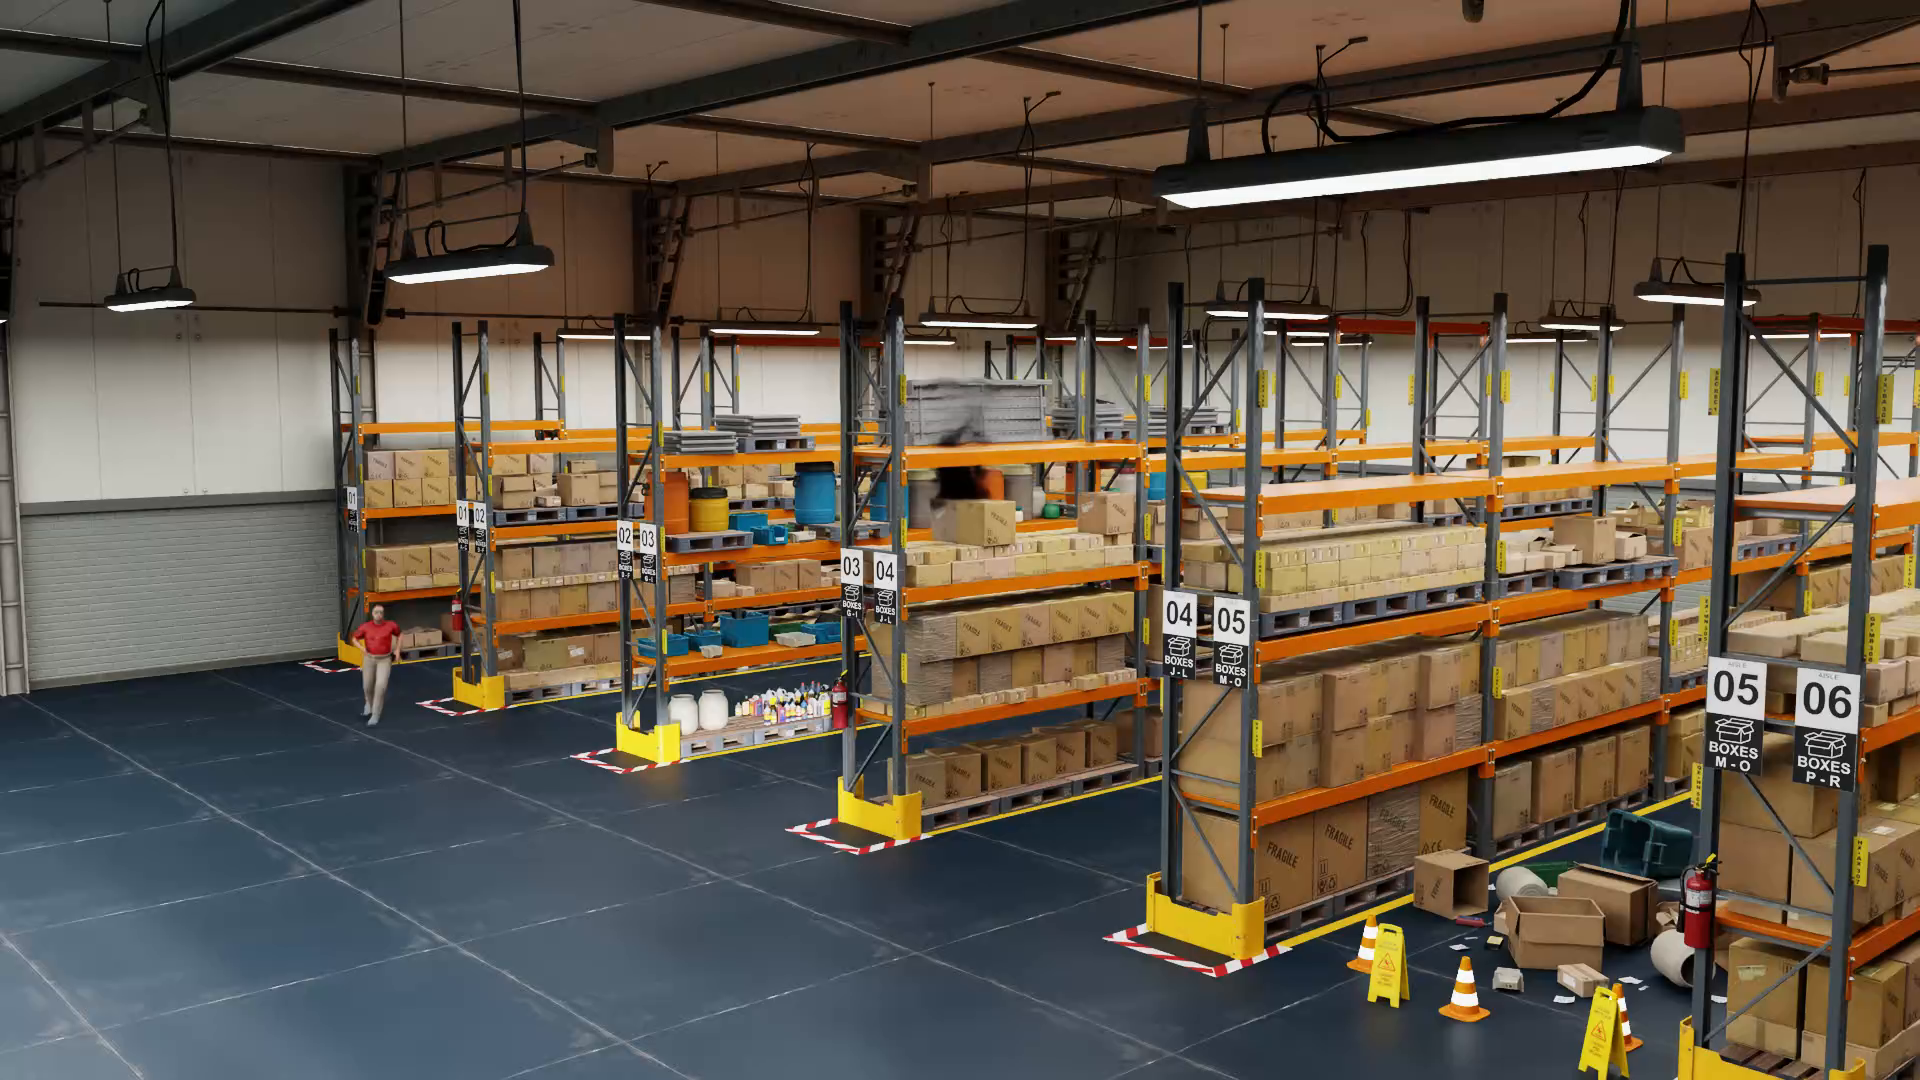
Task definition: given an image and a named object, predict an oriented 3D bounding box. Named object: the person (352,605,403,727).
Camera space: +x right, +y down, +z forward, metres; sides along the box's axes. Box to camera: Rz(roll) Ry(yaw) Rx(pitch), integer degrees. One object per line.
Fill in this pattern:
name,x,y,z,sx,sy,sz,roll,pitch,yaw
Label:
person,-8.735,1.848,24.943,0.706,1.750,0.945,-1,6,-12
